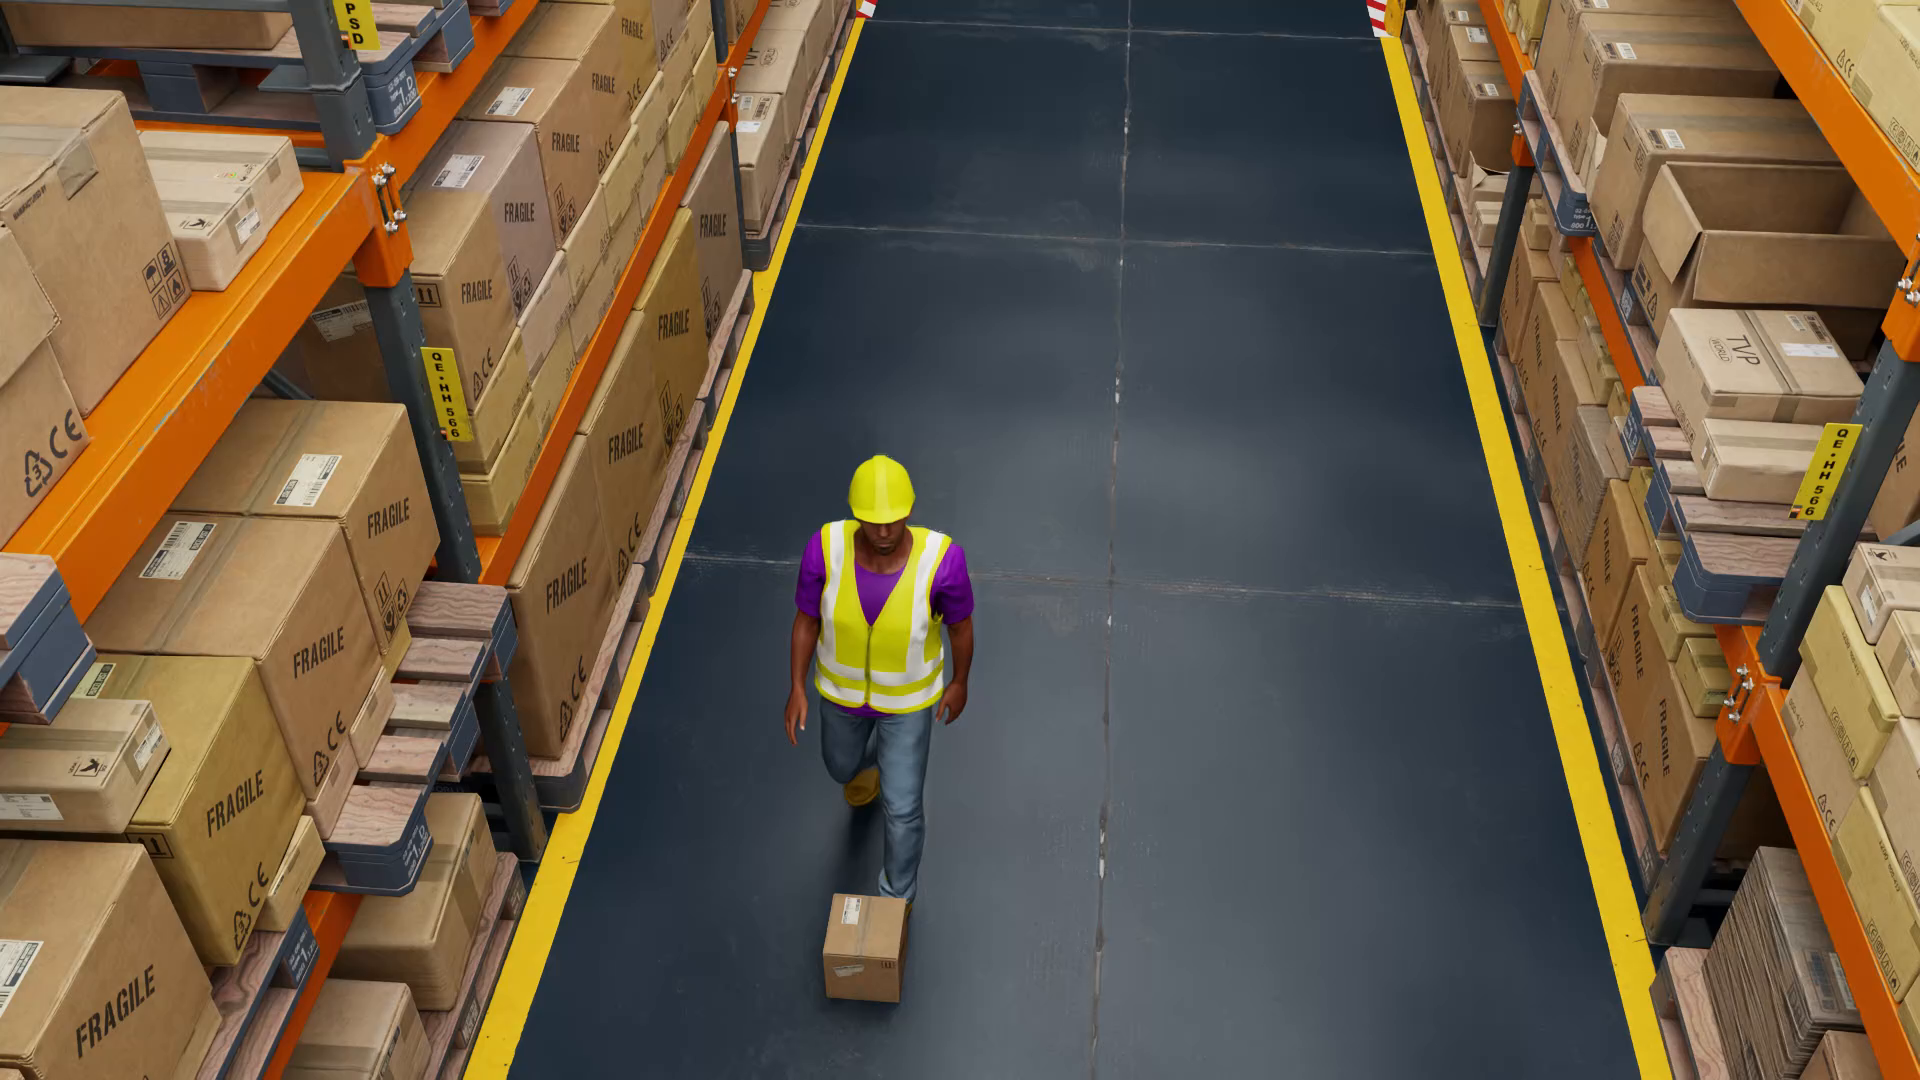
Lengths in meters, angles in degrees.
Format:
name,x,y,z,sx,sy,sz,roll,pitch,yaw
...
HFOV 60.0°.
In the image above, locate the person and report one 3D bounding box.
name,x,y,z,sx,sy,sz,roll,pitch,yaw
person,-0.274,0.509,5.529,0.583,1.742,0.889,8,41,10
